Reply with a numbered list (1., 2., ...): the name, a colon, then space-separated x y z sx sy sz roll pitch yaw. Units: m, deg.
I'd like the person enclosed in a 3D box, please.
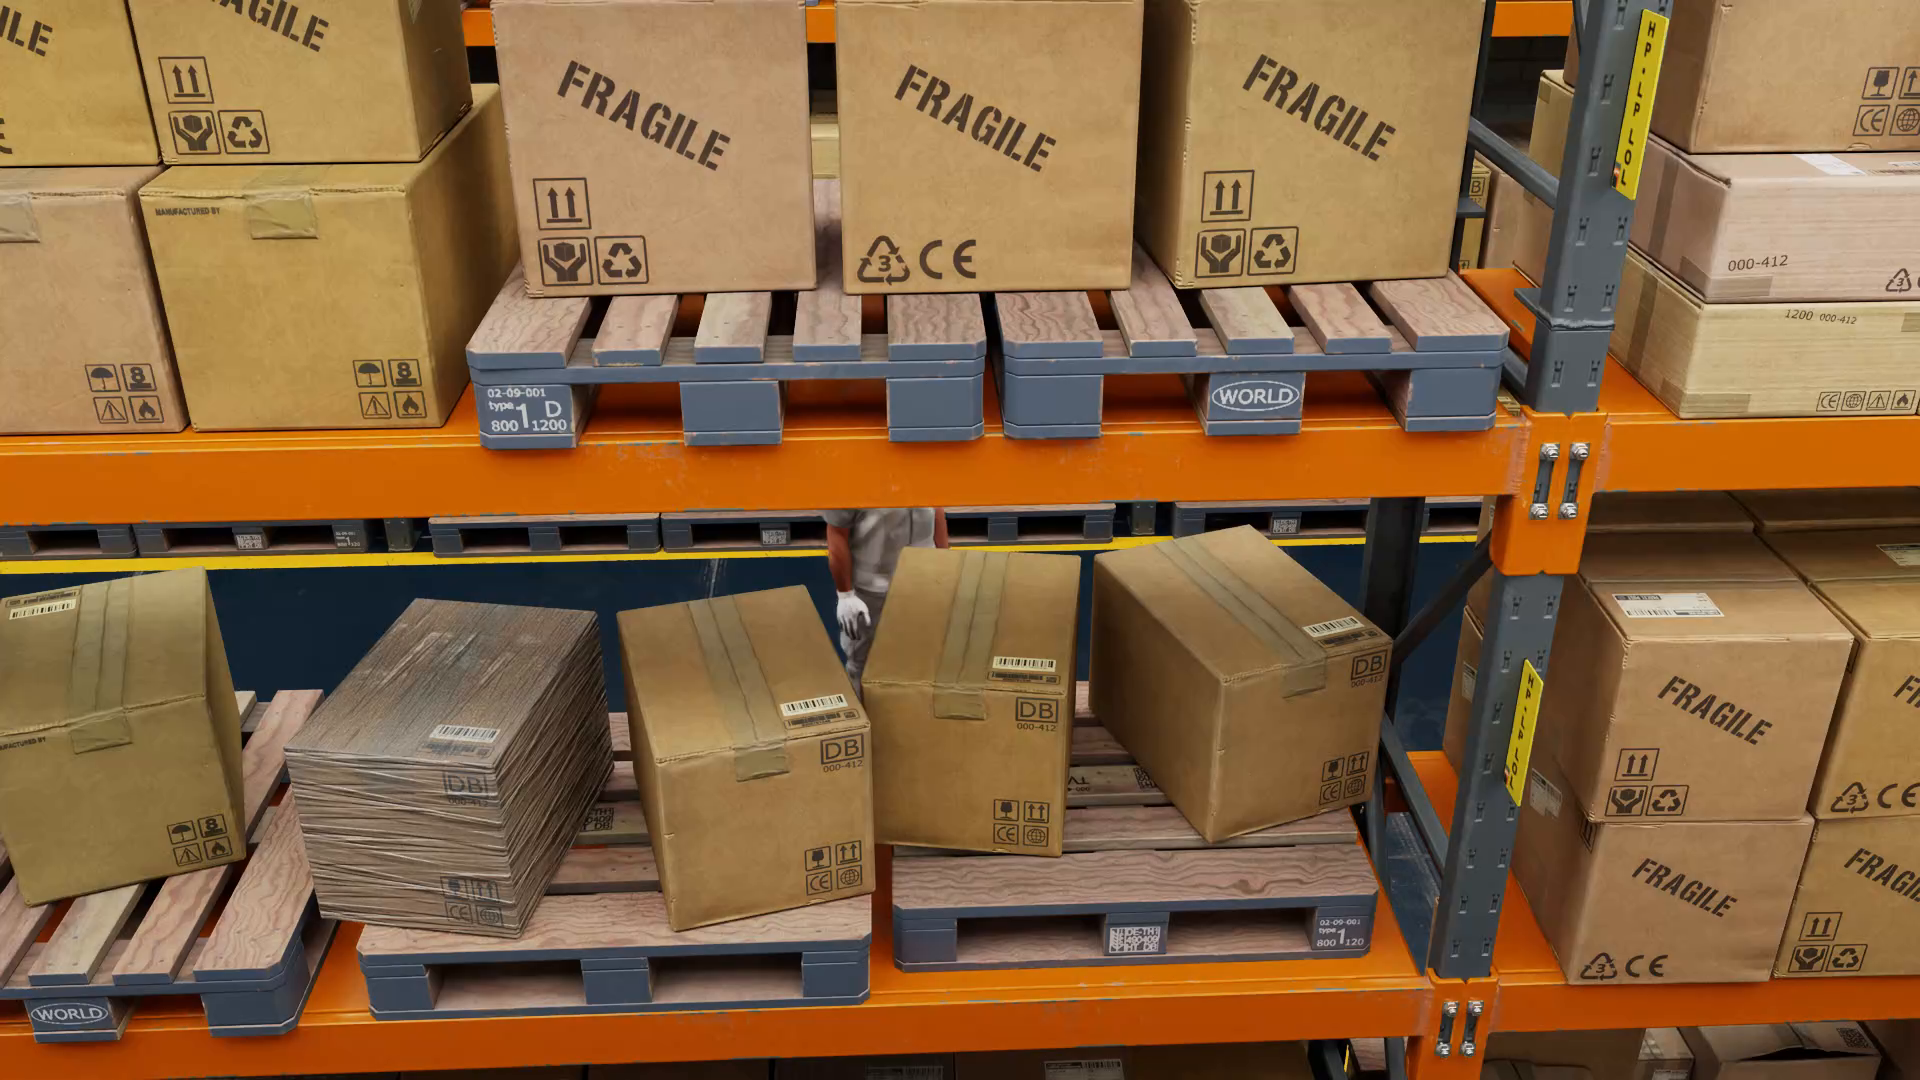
1. person: -0.252 0.166 6.706 0.606 1.789 0.444 -19 33 -32
